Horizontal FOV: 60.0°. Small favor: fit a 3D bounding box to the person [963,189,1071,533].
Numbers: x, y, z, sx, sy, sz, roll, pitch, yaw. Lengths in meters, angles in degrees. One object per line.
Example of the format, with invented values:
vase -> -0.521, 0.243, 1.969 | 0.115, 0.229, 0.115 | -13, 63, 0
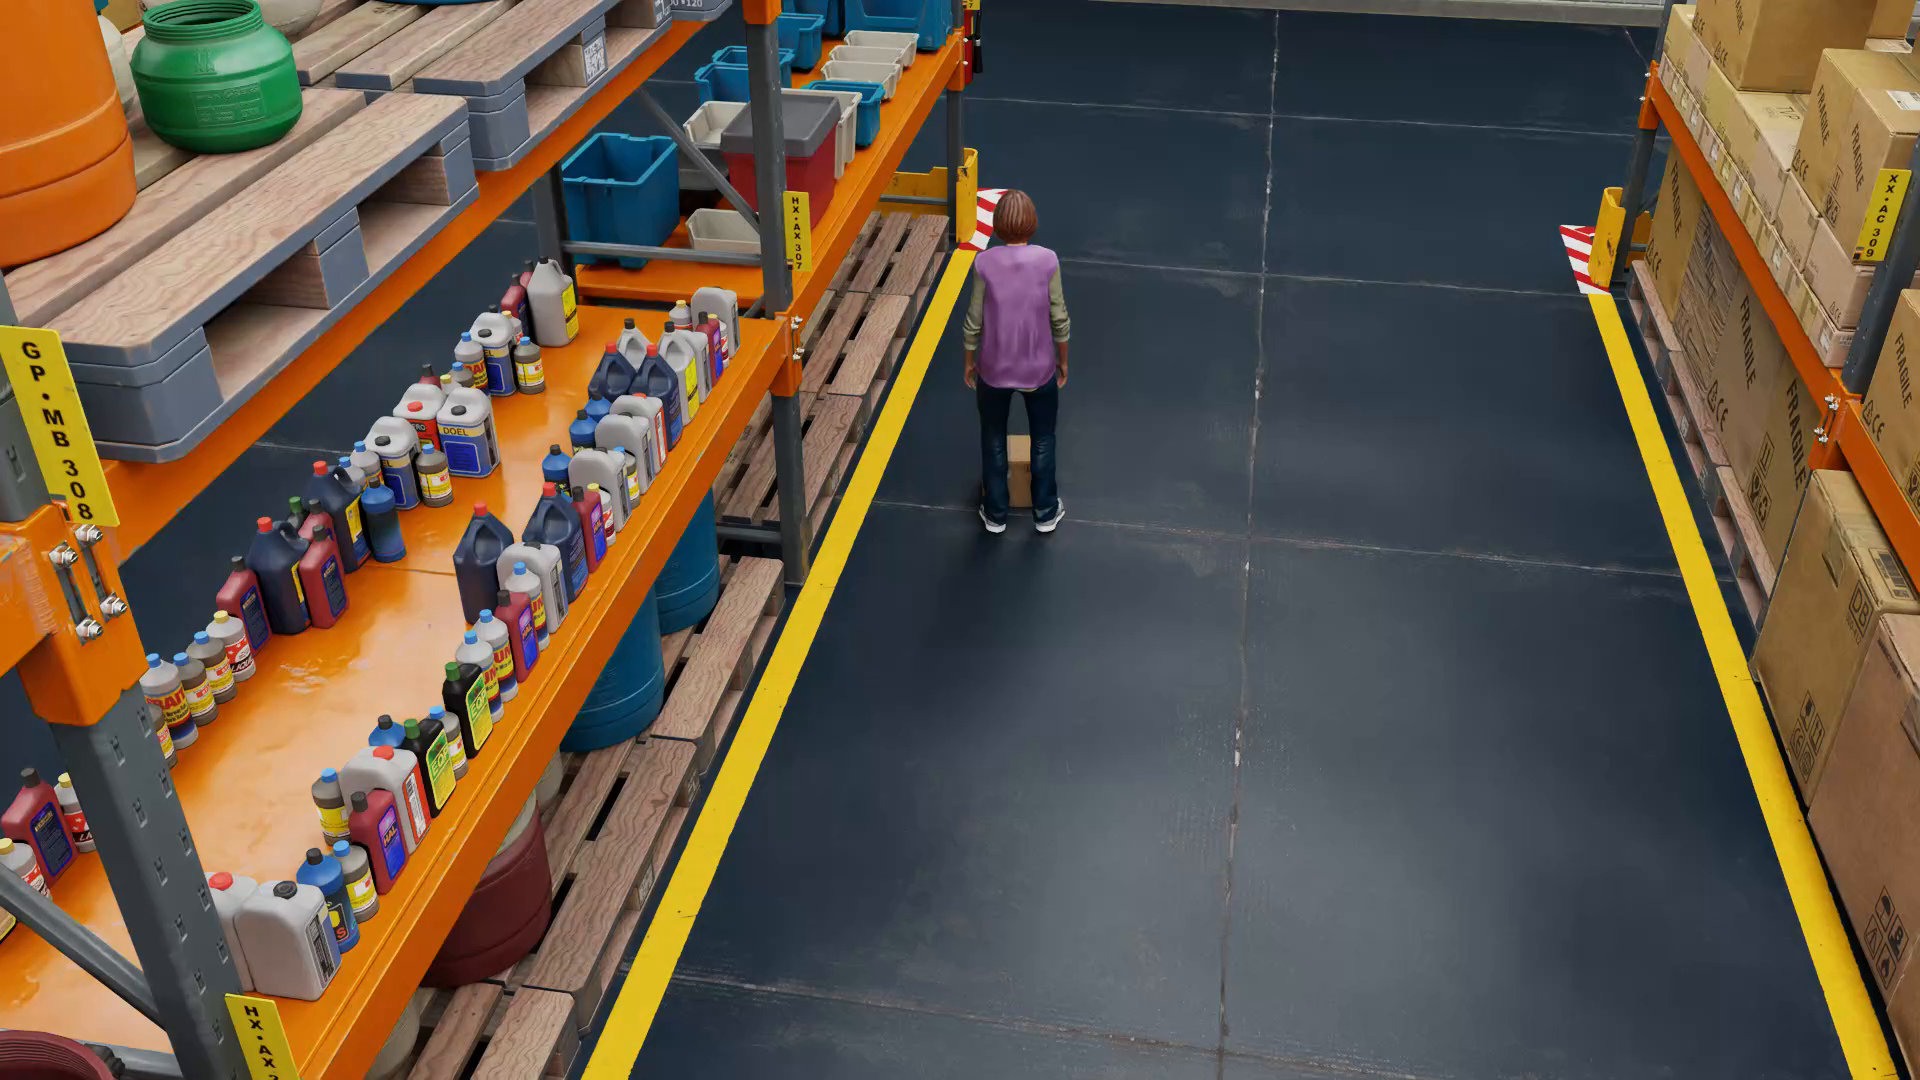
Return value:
person -> 0.250, -0.743, 7.311 | 0.475, 1.581, 0.349 | 1, 33, 1
